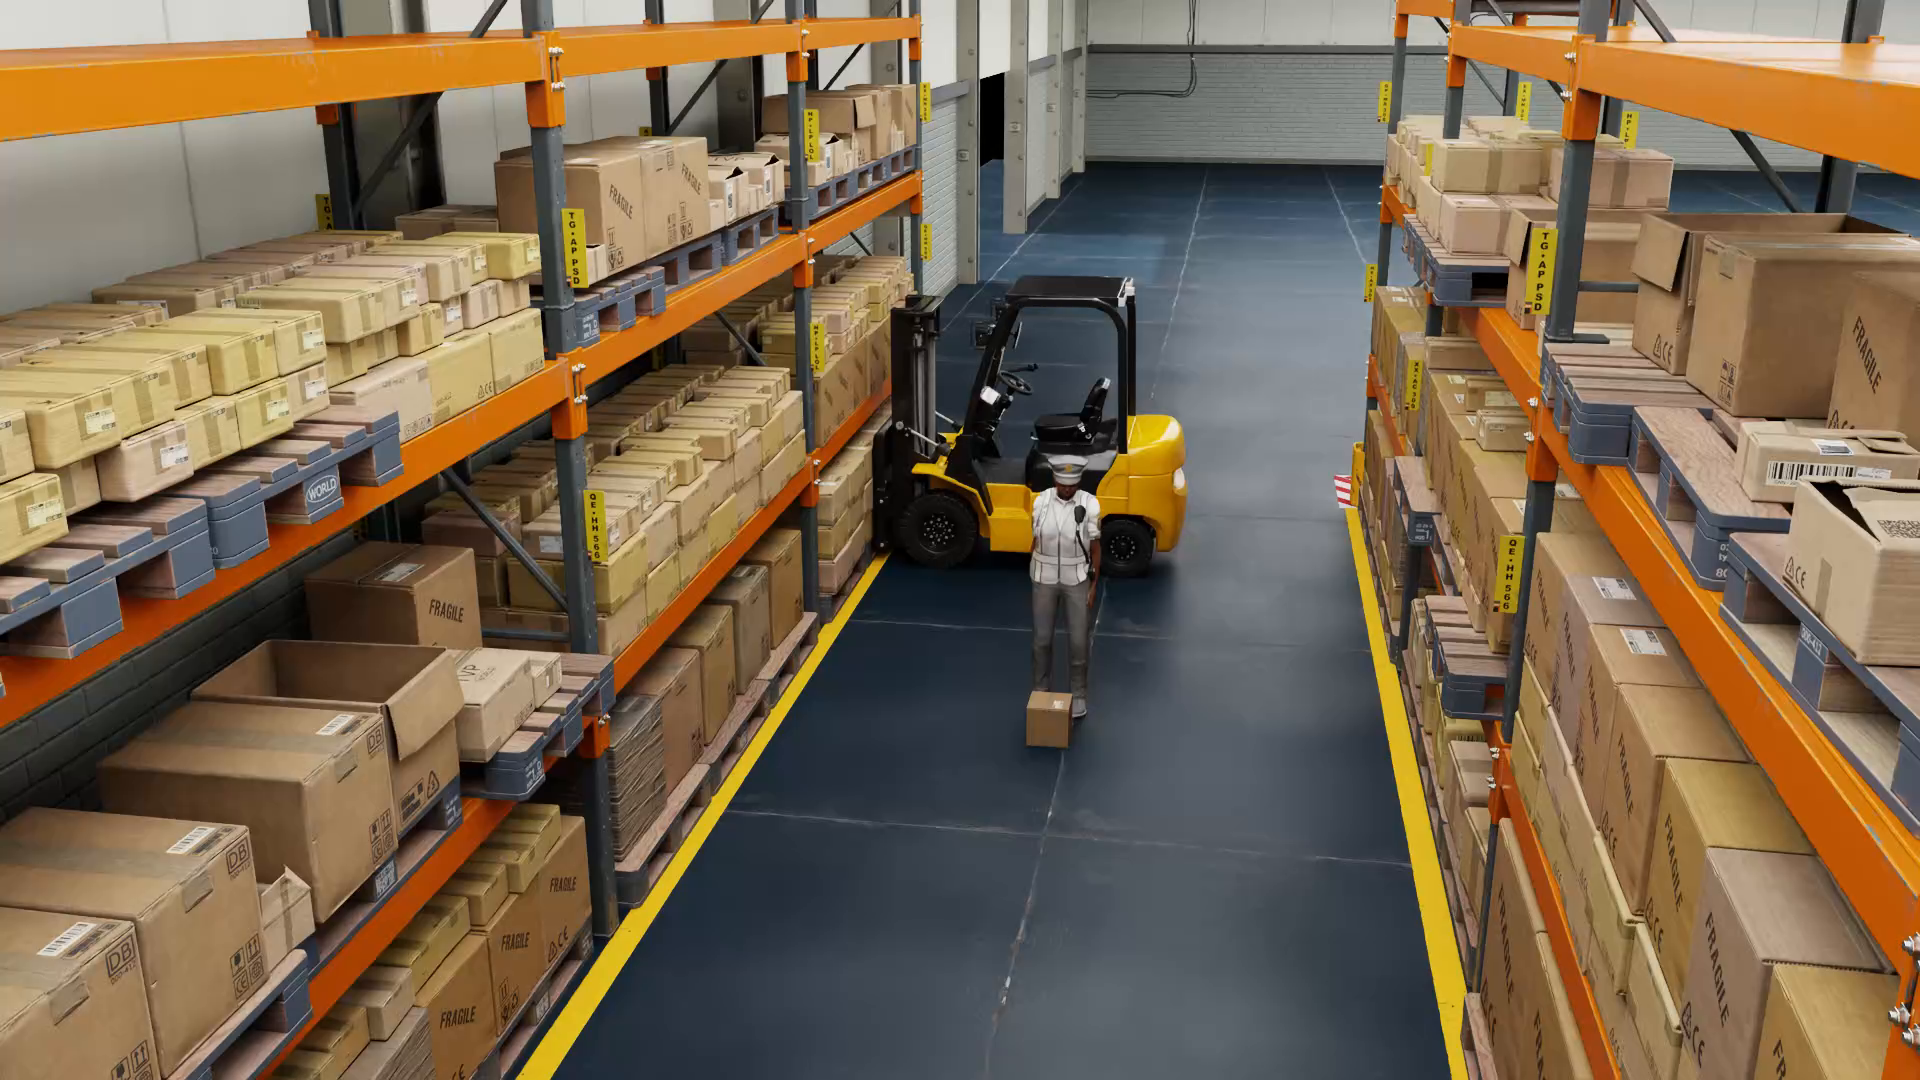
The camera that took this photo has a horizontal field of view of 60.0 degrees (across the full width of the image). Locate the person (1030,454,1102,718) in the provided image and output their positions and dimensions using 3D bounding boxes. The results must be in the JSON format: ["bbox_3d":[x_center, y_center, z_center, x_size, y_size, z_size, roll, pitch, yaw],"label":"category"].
[{"bbox_3d":[0.646,0.279,10.224,0.437,1.657,0.337,3,18,10],"label":"person"}]
